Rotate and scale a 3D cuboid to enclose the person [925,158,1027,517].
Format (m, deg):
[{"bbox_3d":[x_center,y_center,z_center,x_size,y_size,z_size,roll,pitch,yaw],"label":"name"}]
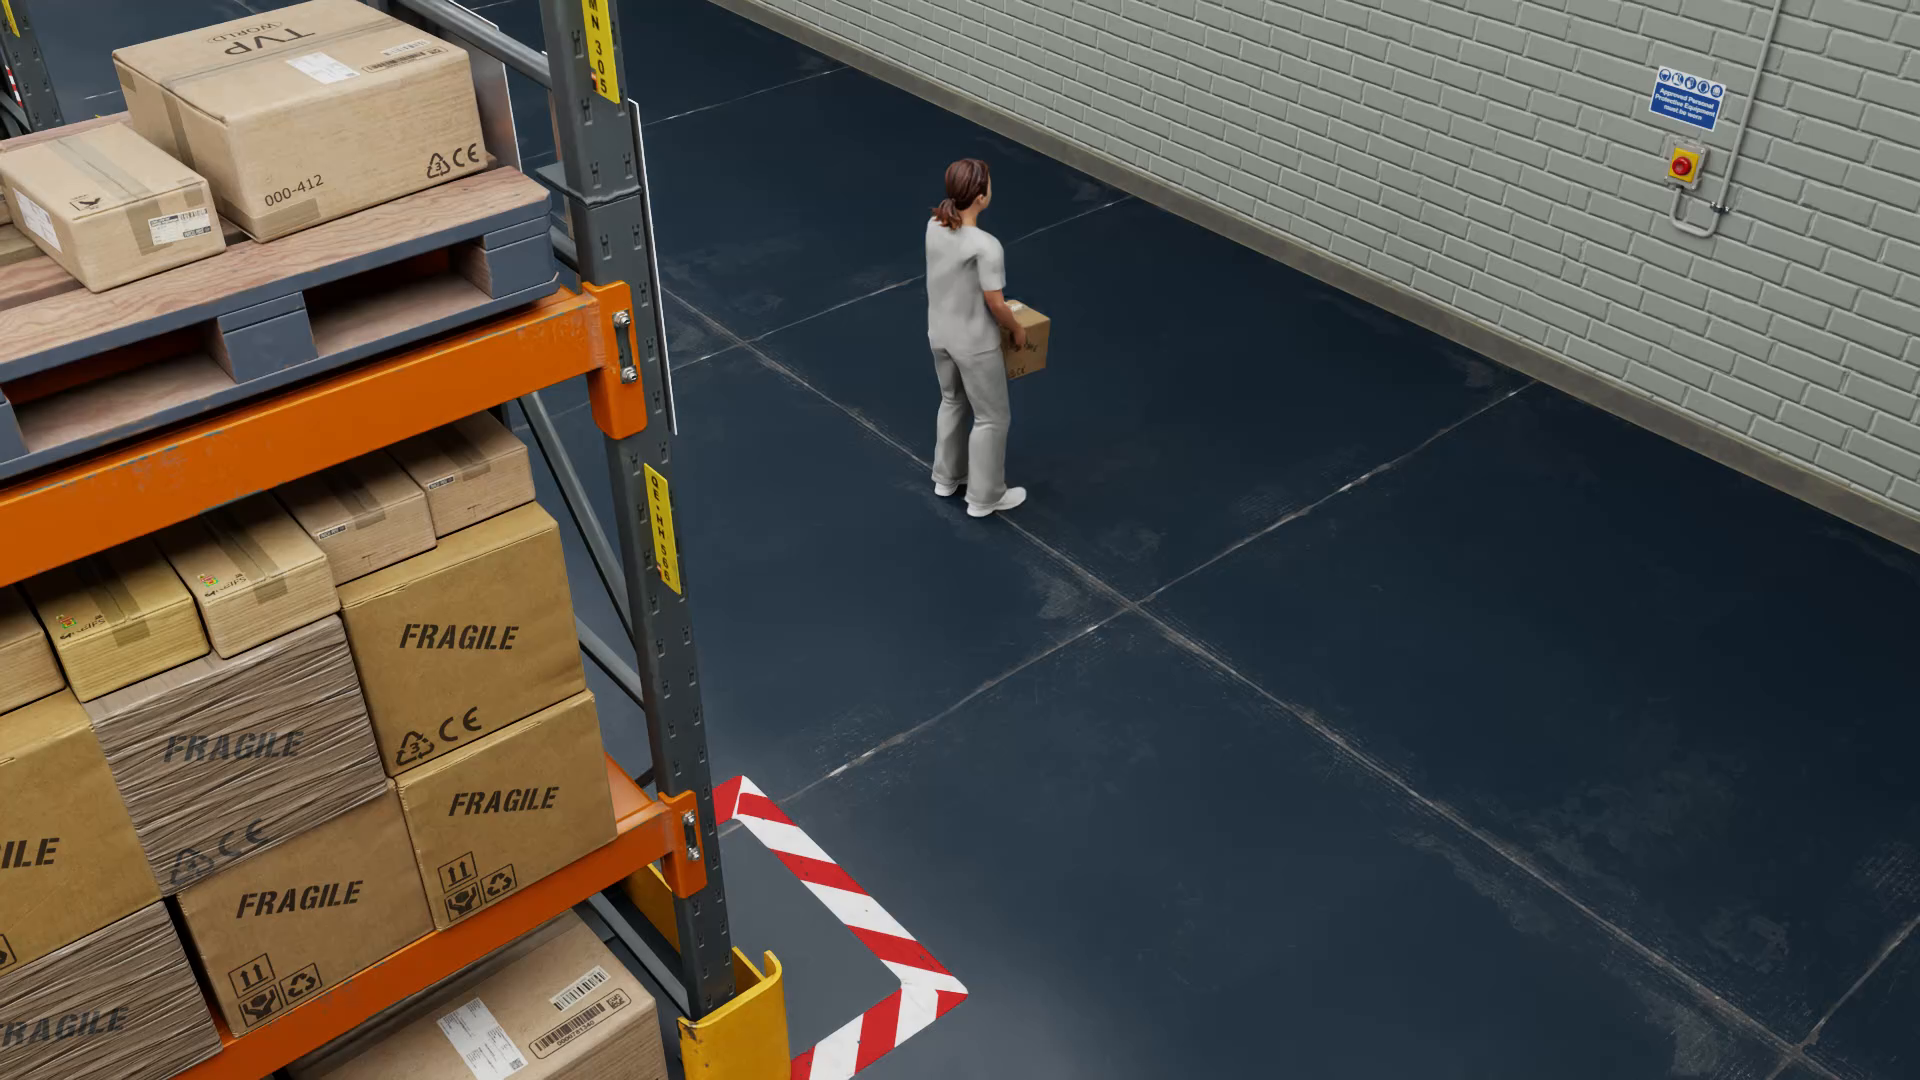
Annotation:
[{"bbox_3d":[0.052,-0.898,7.379,0.395,1.676,0.467,-27,44,-32],"label":"person"}]
